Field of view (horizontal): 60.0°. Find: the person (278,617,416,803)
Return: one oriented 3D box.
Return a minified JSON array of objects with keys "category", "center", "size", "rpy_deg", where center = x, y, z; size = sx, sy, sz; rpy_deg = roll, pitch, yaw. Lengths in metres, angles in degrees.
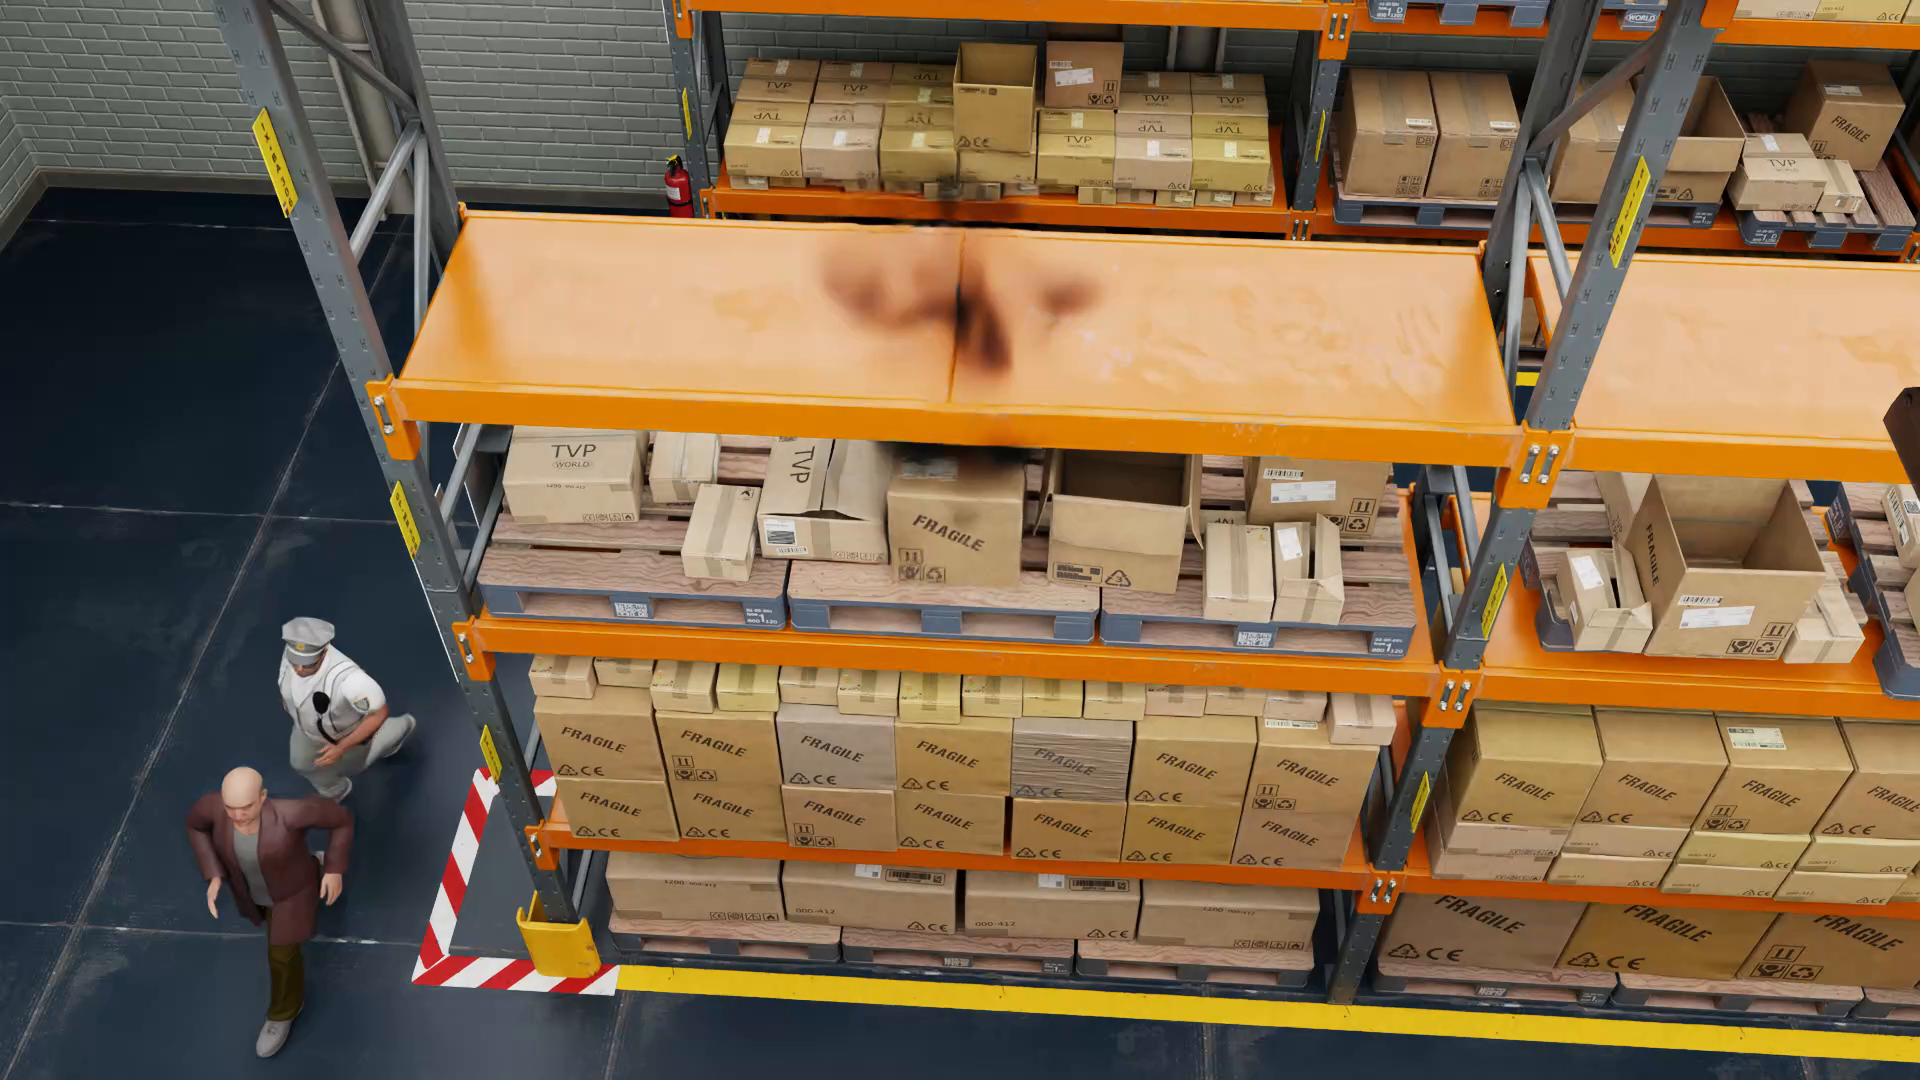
[{"category":"person","center":[-3.217,0.923,8.812],"size":[0.740,1.768,0.716],"rpy_deg":[26,53,22]}]

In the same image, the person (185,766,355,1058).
[{"category":"person","center":[-3.286,1.659,8.033],"size":[0.767,1.739,1.059],"rpy_deg":[6,48,6]}]
